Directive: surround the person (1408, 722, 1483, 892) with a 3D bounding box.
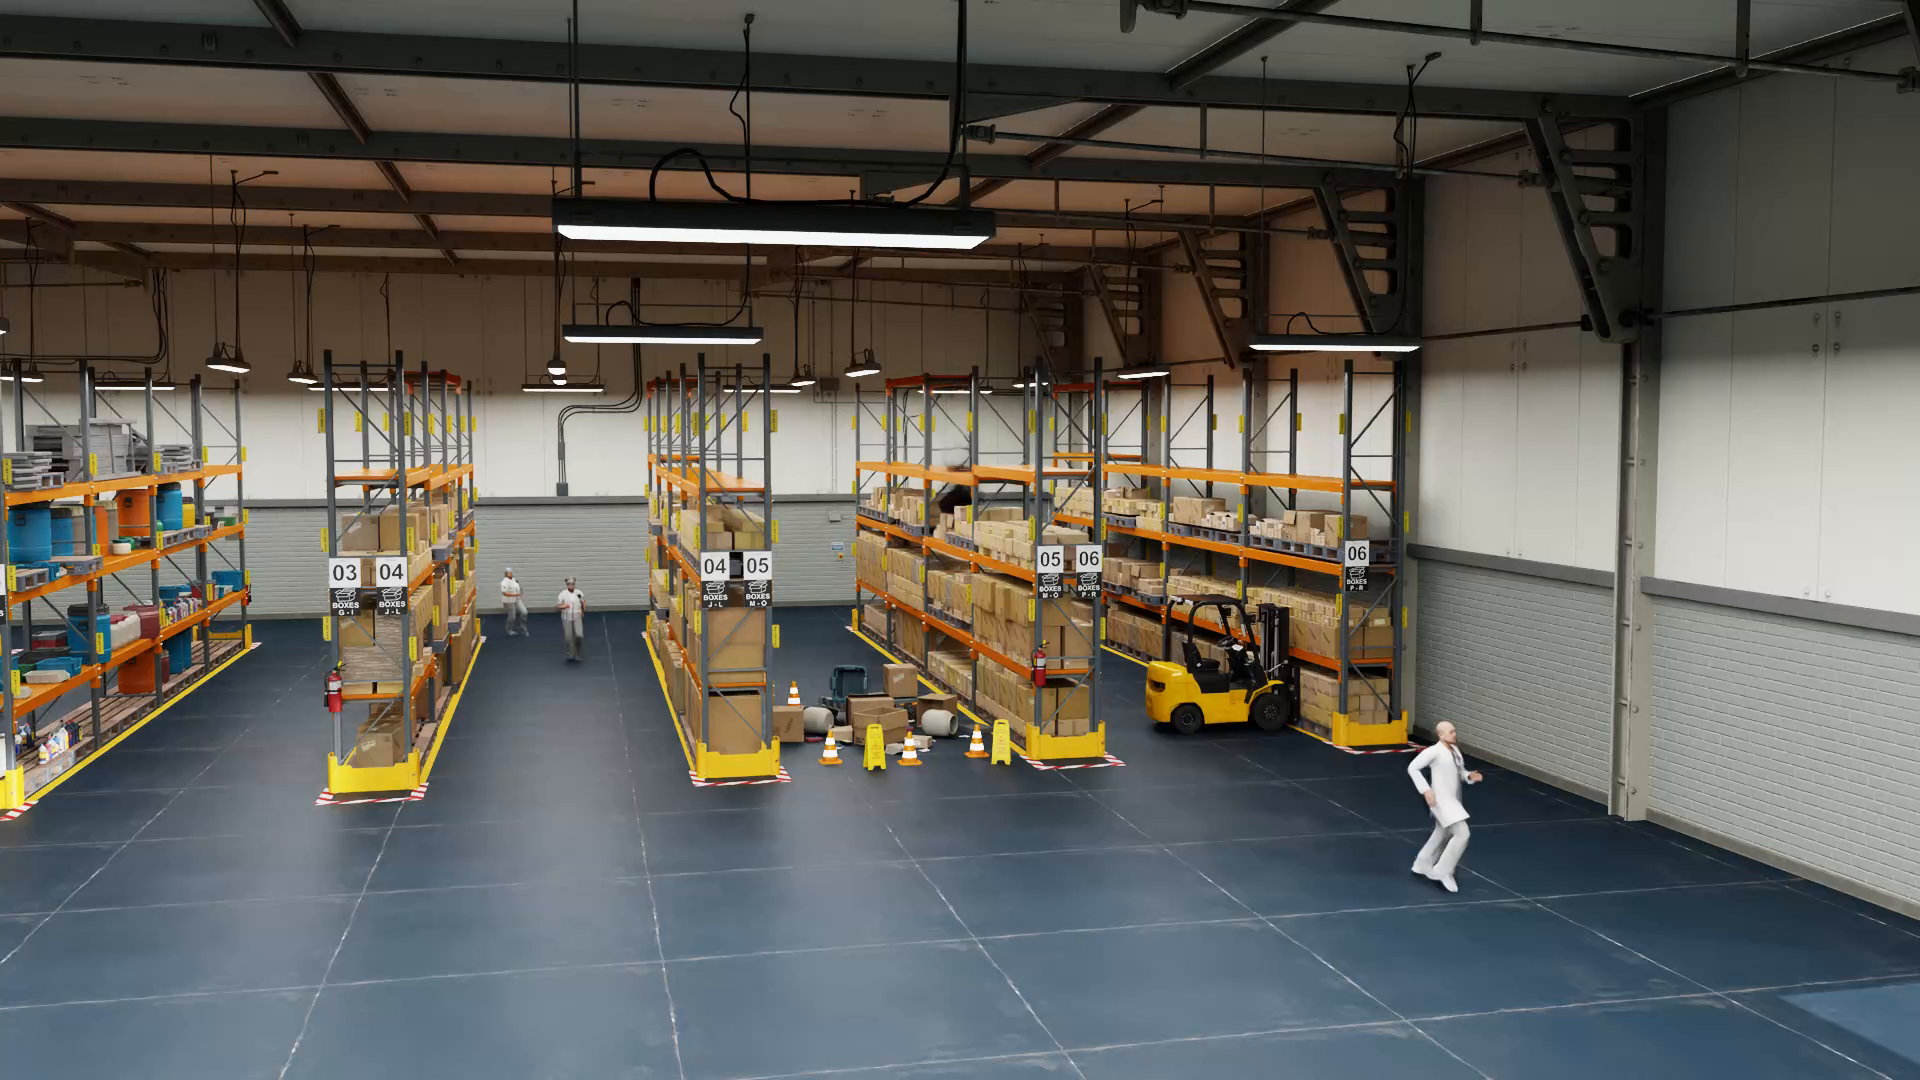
[{"bbox_3d":[5.251,2.871,17.962,0.798,1.823,0.671,3,5,39],"label":"person"}]

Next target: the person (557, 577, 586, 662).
[{"bbox_3d":[-8.179,1.690,35.102,0.641,1.826,0.696,-1,4,-21],"label":"person"}]

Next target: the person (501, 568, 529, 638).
[{"bbox_3d":[-10.510,1.472,38.997,0.685,1.657,0.582,3,5,33],"label":"person"}]
